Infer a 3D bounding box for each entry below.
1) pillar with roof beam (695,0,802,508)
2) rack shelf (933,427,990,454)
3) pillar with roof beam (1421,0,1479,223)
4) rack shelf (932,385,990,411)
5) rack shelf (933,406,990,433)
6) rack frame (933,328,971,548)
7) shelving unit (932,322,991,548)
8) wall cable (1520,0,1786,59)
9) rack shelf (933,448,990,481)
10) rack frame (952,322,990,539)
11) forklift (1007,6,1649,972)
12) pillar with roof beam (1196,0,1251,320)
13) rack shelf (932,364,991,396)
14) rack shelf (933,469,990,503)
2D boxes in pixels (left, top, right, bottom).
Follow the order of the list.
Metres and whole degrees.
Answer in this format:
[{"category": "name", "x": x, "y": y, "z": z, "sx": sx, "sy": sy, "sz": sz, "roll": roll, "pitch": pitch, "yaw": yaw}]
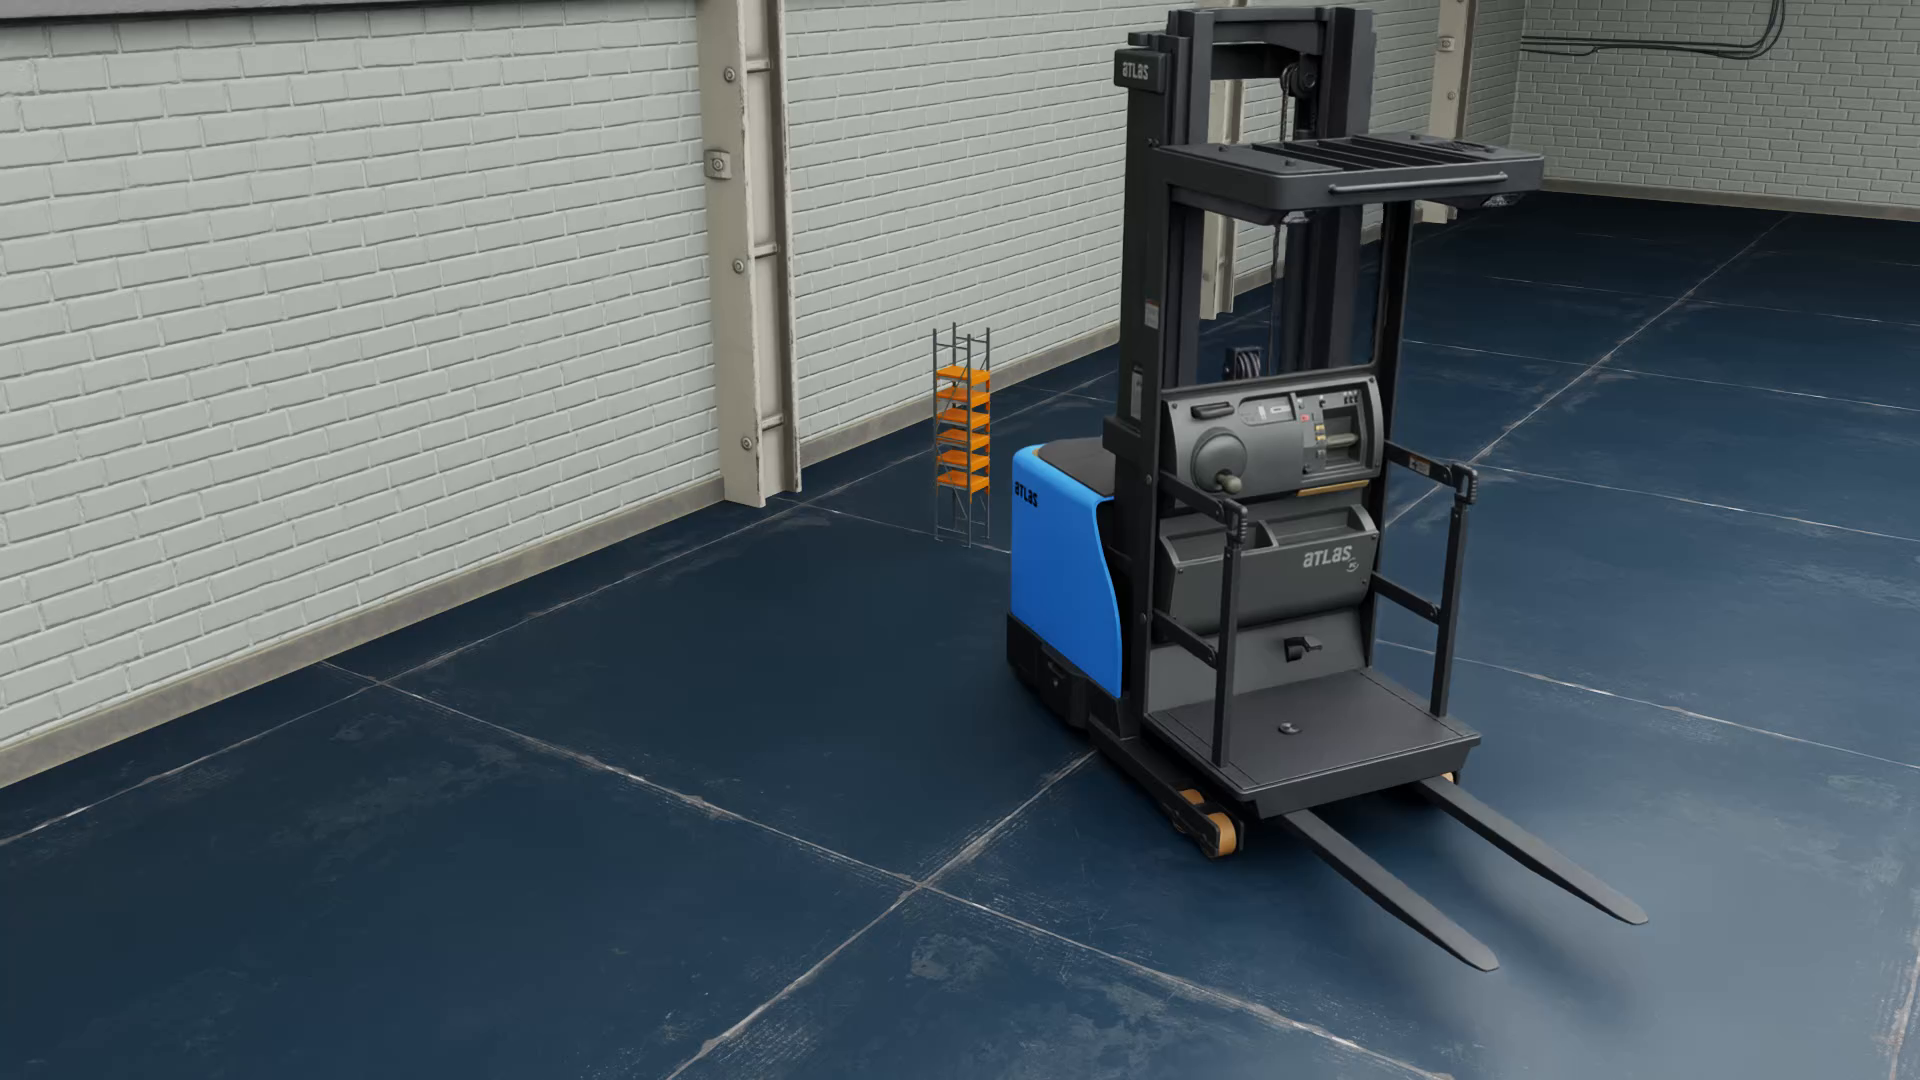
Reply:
[{"category": "pillar with roof beam", "x": 2.367, "y": -3.657, "z": 6.180, "sx": 9.100, "sy": 9.000, "sz": 0.400, "roll": 13, "pitch": 24, "yaw": 32}, {"category": "rack shelf", "x": 0.008, "y": -0.525, "z": 9.083, "sx": 0.258, "sy": 0.103, "sz": 0.180, "roll": 13, "pitch": 24, "yaw": 32}, {"category": "pillar with roof beam", "x": 9.113, "y": -7.100, "z": 15.488, "sx": 9.100, "sy": 9.000, "sz": 0.400, "roll": 13, "pitch": 24, "yaw": 32}, {"category": "rack shelf", "x": 0.008, "y": -0.750, "z": 9.000, "sx": 0.258, "sy": 0.103, "sz": 0.180, "roll": 13, "pitch": 24, "yaw": 32}, {"category": "rack shelf", "x": 0.008, "y": -0.638, "z": 9.042, "sx": 0.258, "sy": 0.103, "sz": 0.180, "roll": 13, "pitch": 24, "yaw": 32}, {"category": "rack frame", "x": -0.043, "y": -0.541, "z": 8.997, "sx": 0.240, "sy": 1.200, "sz": 0.006, "roll": 13, "pitch": 24, "yaw": 32}, {"category": "shelving unit", "x": 0.008, "y": -0.567, "z": 9.068, "sx": 0.258, "sy": 1.200, "sz": 0.189, "roll": 13, "pitch": 24, "yaw": 32}, {"category": "wall cable", "x": 8.302, "y": -7.071, "z": 19.884, "sx": 3.097, "sy": 2.526, "sz": 0.112, "roll": 13, "pitch": 24, "yaw": 32}, {"category": "rack shelf", "x": 0.008, "y": -0.413, "z": 9.125, "sx": 0.258, "sy": 0.103, "sz": 0.180, "roll": 13, "pitch": 24, "yaw": 32}, {"category": "rack frame", "x": 0.060, "y": -0.593, "z": 9.139, "sx": 0.240, "sy": 1.200, "sz": 0.006, "roll": 13, "pitch": 24, "yaw": 32}, {"category": "forklift", "x": 1.281, "y": -0.377, "z": 6.060, "sx": 1.130, "sy": 2.935, "sz": 3.031, "roll": -9, "pitch": 22, "yaw": -23}, {"category": "pillar with roof beam", "x": 5.740, "y": -5.378, "z": 10.834, "sx": 9.100, "sy": 9.000, "sz": 0.400, "roll": 13, "pitch": 24, "yaw": 32}, {"category": "rack shelf", "x": 0.008, "y": -0.863, "z": 8.959, "sx": 0.258, "sy": 0.103, "sz": 0.180, "roll": 13, "pitch": 24, "yaw": 32}, {"category": "rack shelf", "x": 0.008, "y": -0.300, "z": 9.167, "sx": 0.258, "sy": 0.103, "sz": 0.180, "roll": 13, "pitch": 24, "yaw": 32}]
